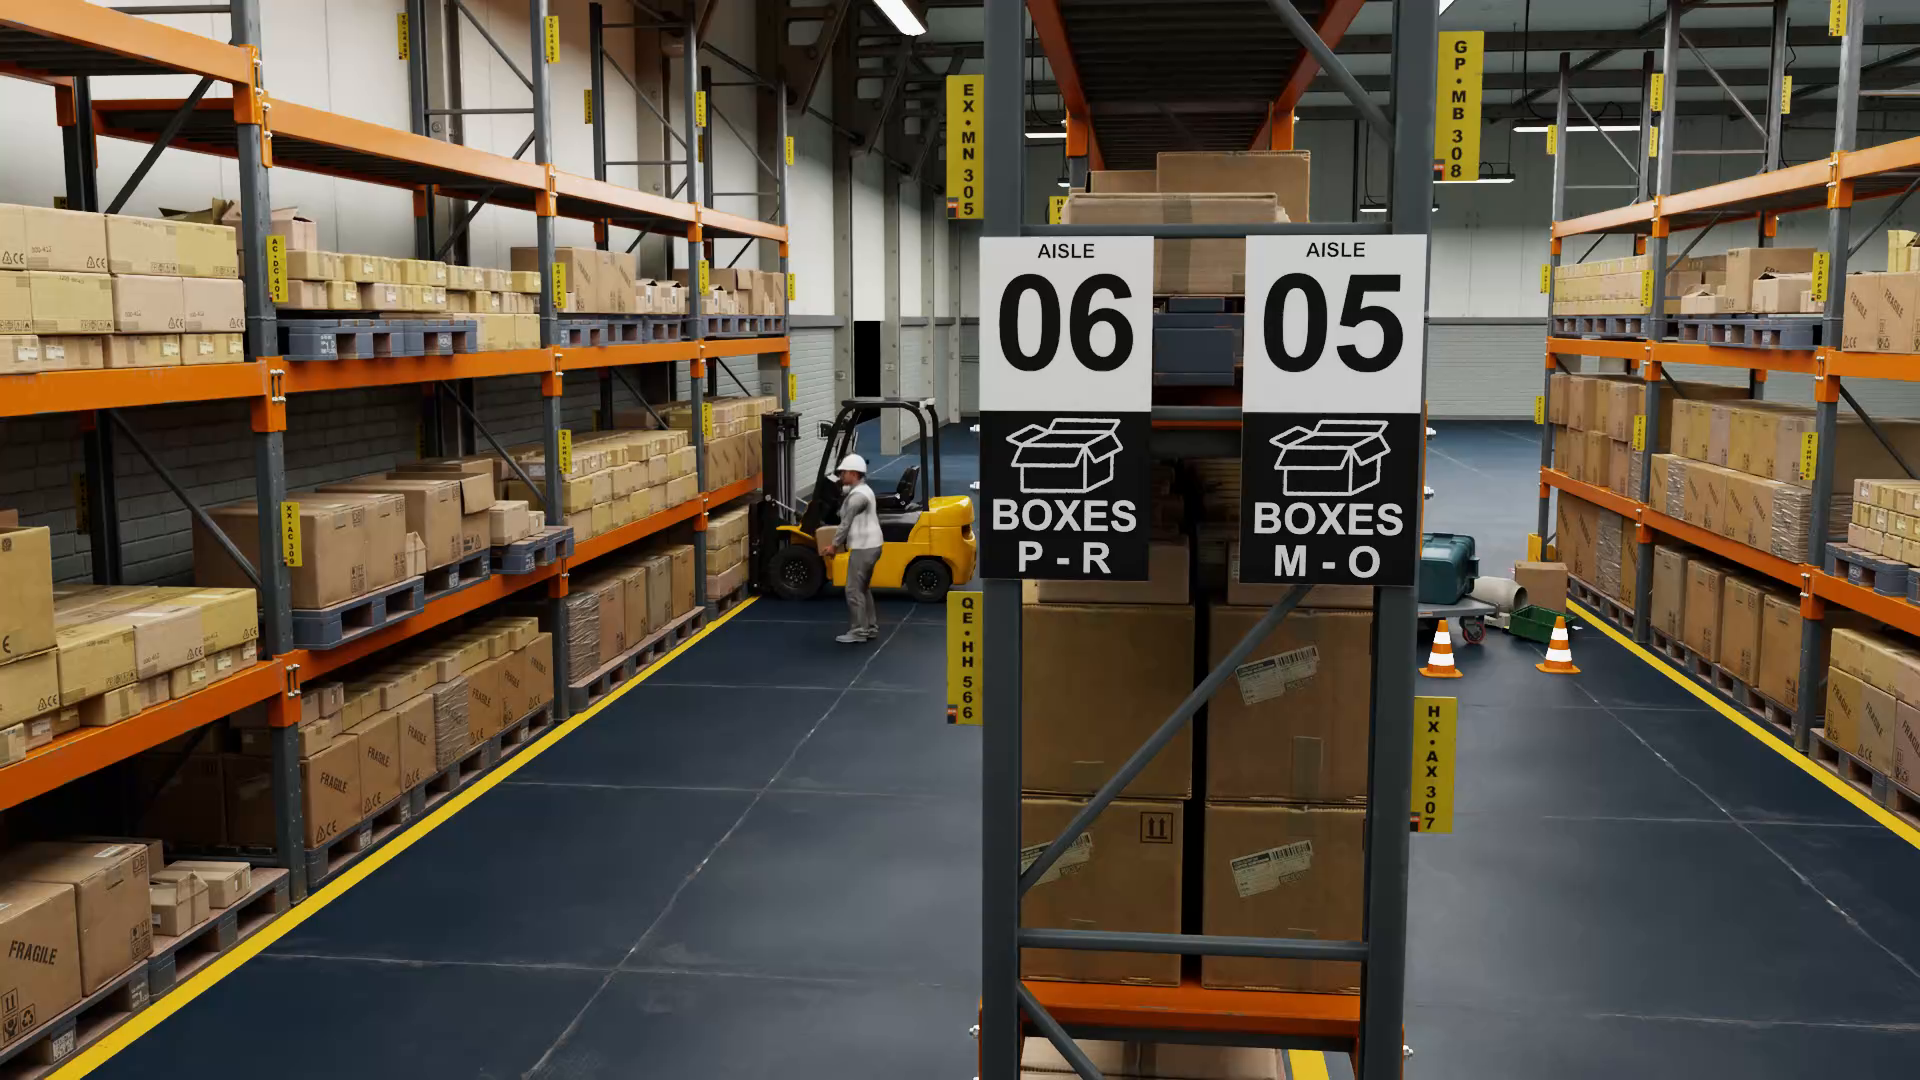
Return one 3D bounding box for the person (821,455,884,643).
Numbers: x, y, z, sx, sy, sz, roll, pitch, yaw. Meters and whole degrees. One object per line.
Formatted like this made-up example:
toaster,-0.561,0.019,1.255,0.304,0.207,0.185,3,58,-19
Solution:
person,-1.007,0.079,15.638,0.567,1.768,0.491,1,8,5
